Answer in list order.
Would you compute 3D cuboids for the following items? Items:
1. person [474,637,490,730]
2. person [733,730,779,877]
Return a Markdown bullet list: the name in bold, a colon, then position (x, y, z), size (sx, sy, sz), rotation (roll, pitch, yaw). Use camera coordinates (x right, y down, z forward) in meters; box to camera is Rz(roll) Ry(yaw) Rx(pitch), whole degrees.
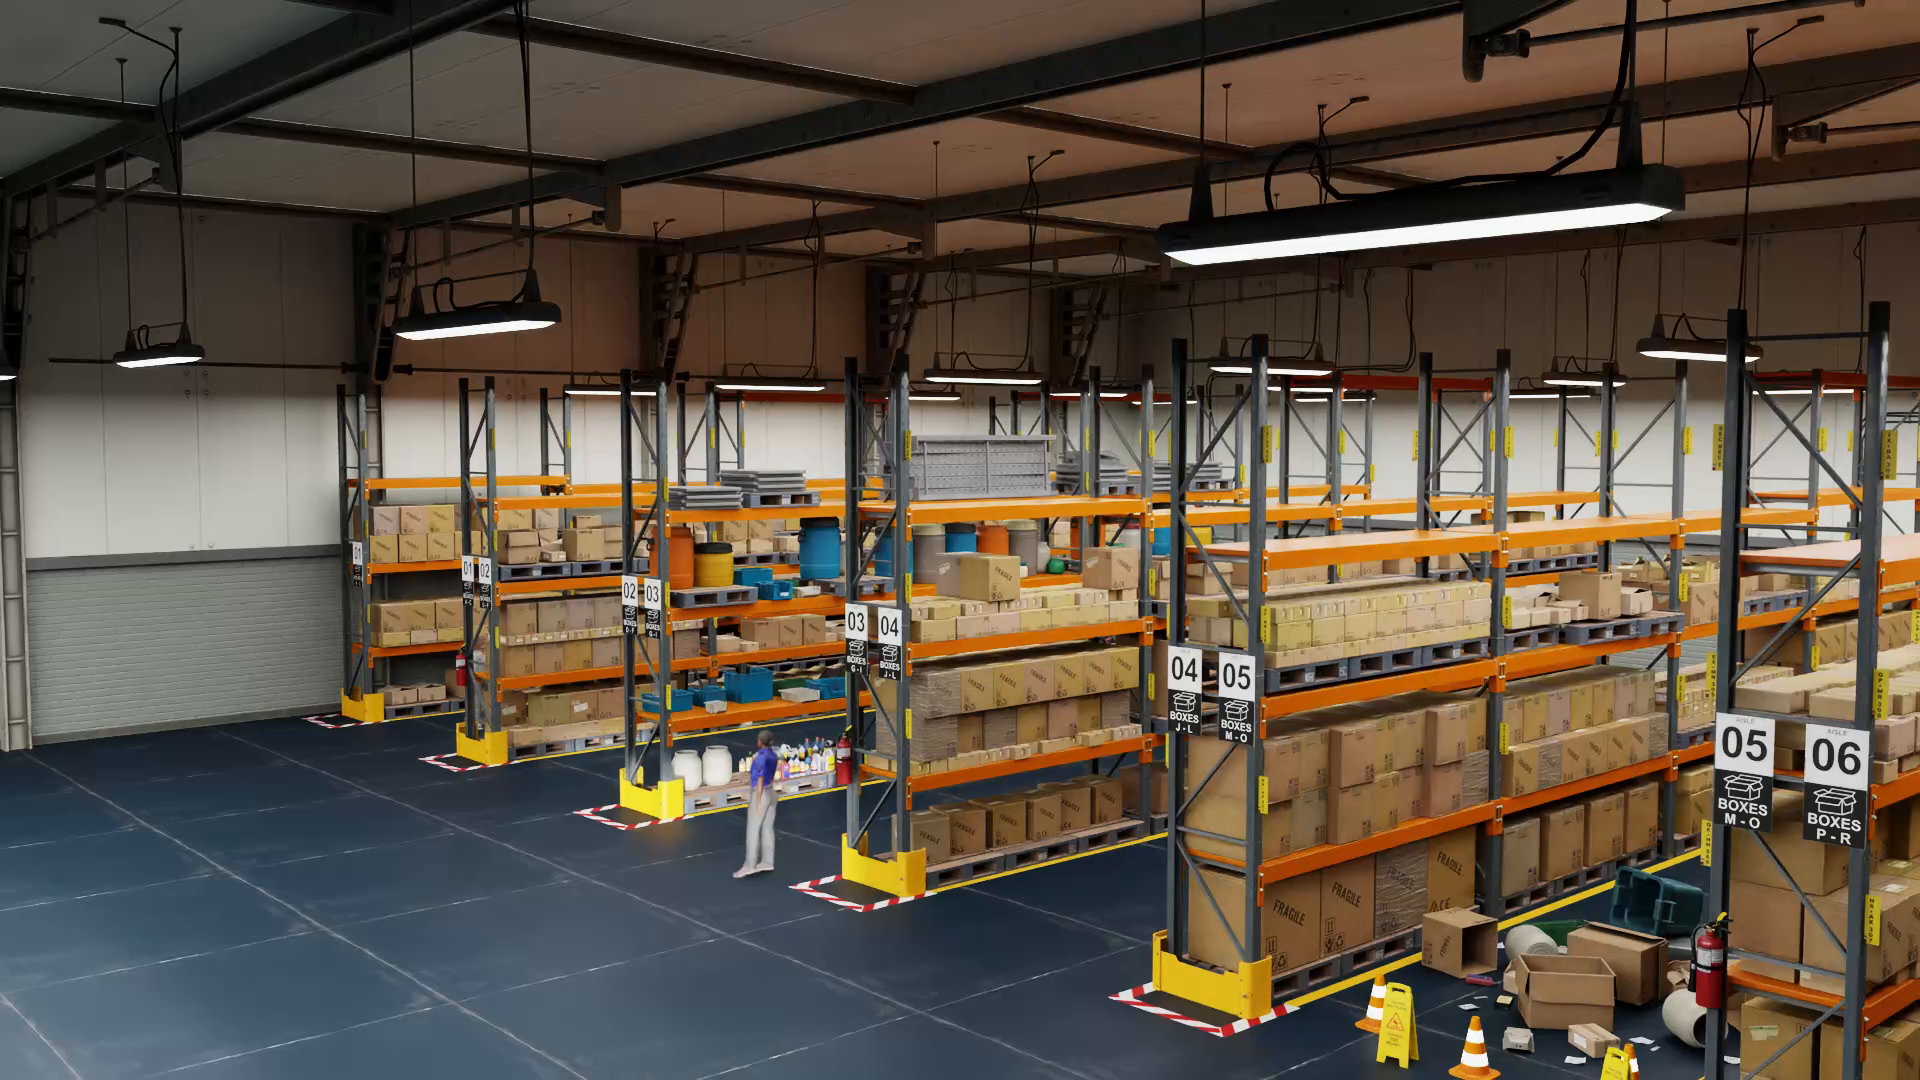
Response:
- **person**: position (-8.300, 2.503, 28.876), size (0.331, 1.661, 0.463), rotation (2, 4, 33)
- **person**: position (-2.371, 3.061, 19.432), size (0.390, 1.674, 0.610), rotation (1, 4, 20)
